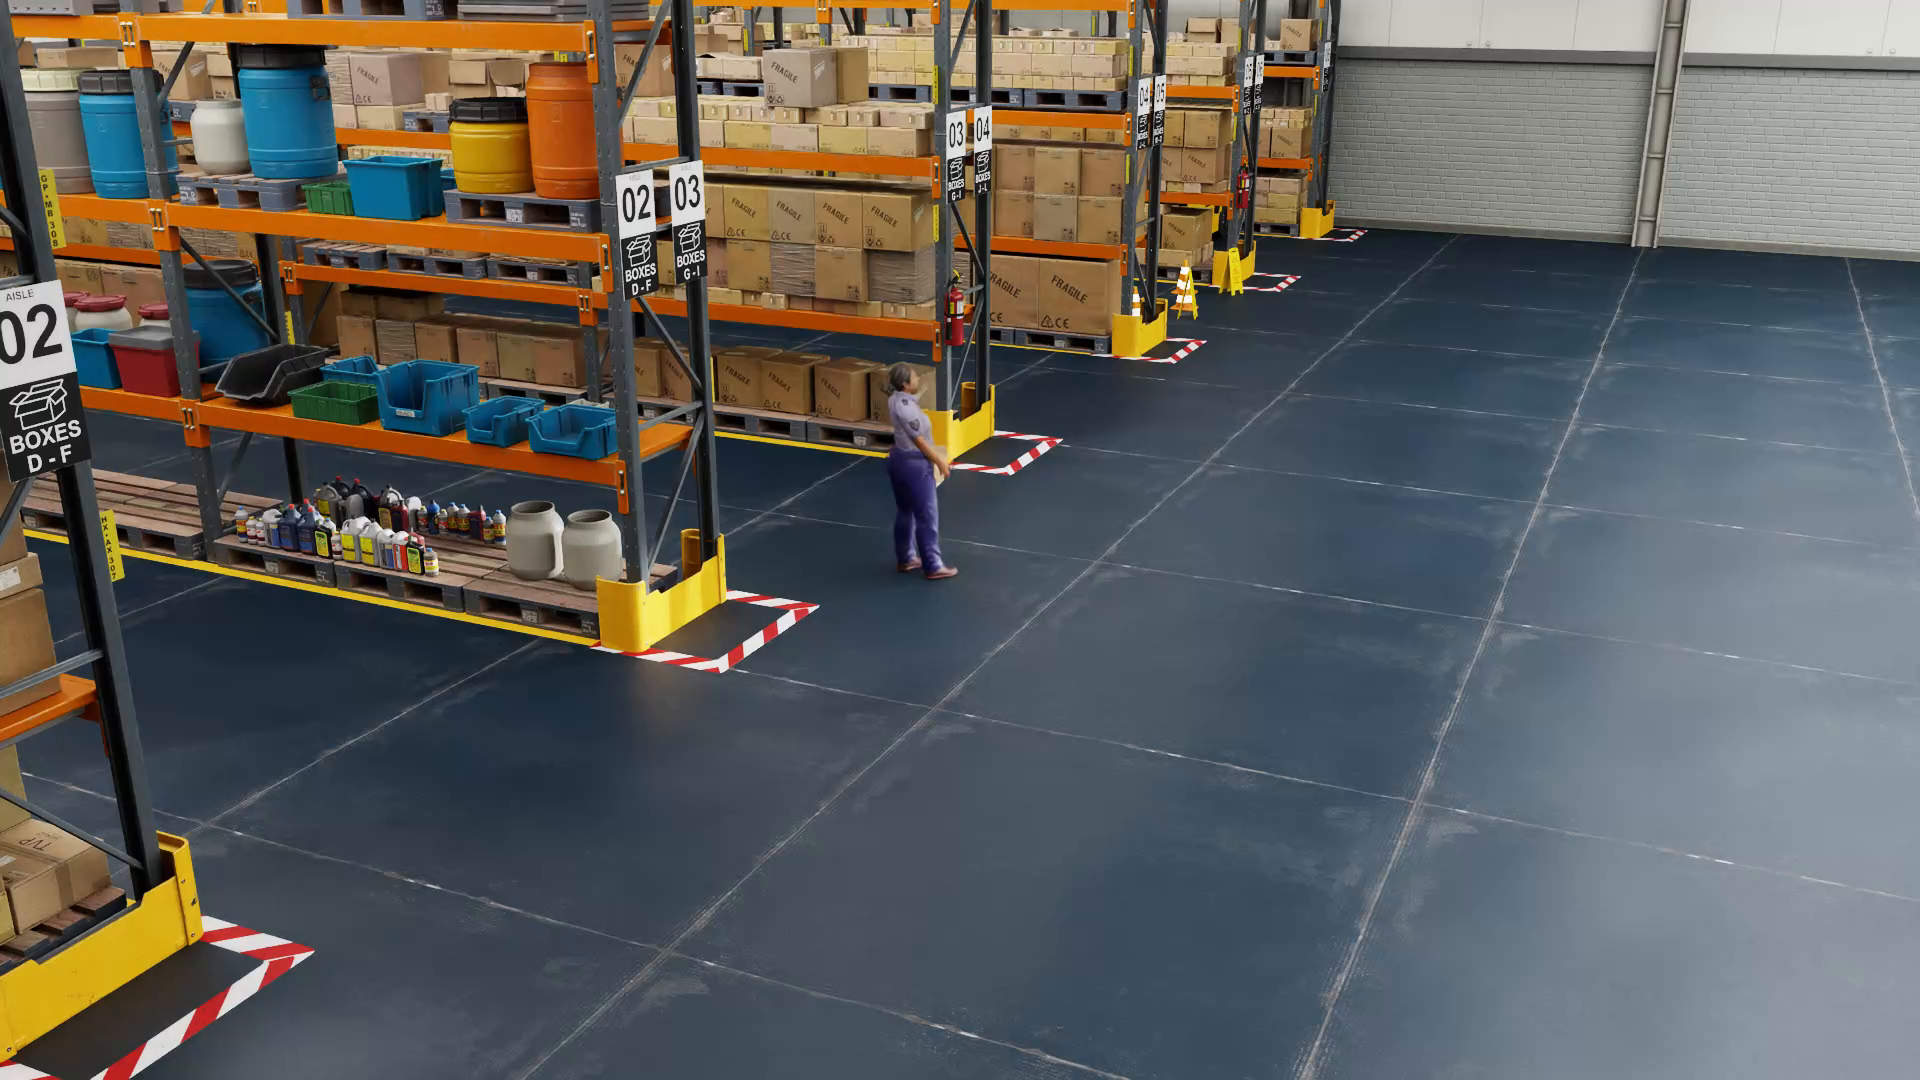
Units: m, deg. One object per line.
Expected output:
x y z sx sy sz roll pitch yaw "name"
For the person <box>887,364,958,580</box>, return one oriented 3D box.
-0.294 -0.533 12.615 0.484 1.638 0.518 -7 20 -19 "person"
